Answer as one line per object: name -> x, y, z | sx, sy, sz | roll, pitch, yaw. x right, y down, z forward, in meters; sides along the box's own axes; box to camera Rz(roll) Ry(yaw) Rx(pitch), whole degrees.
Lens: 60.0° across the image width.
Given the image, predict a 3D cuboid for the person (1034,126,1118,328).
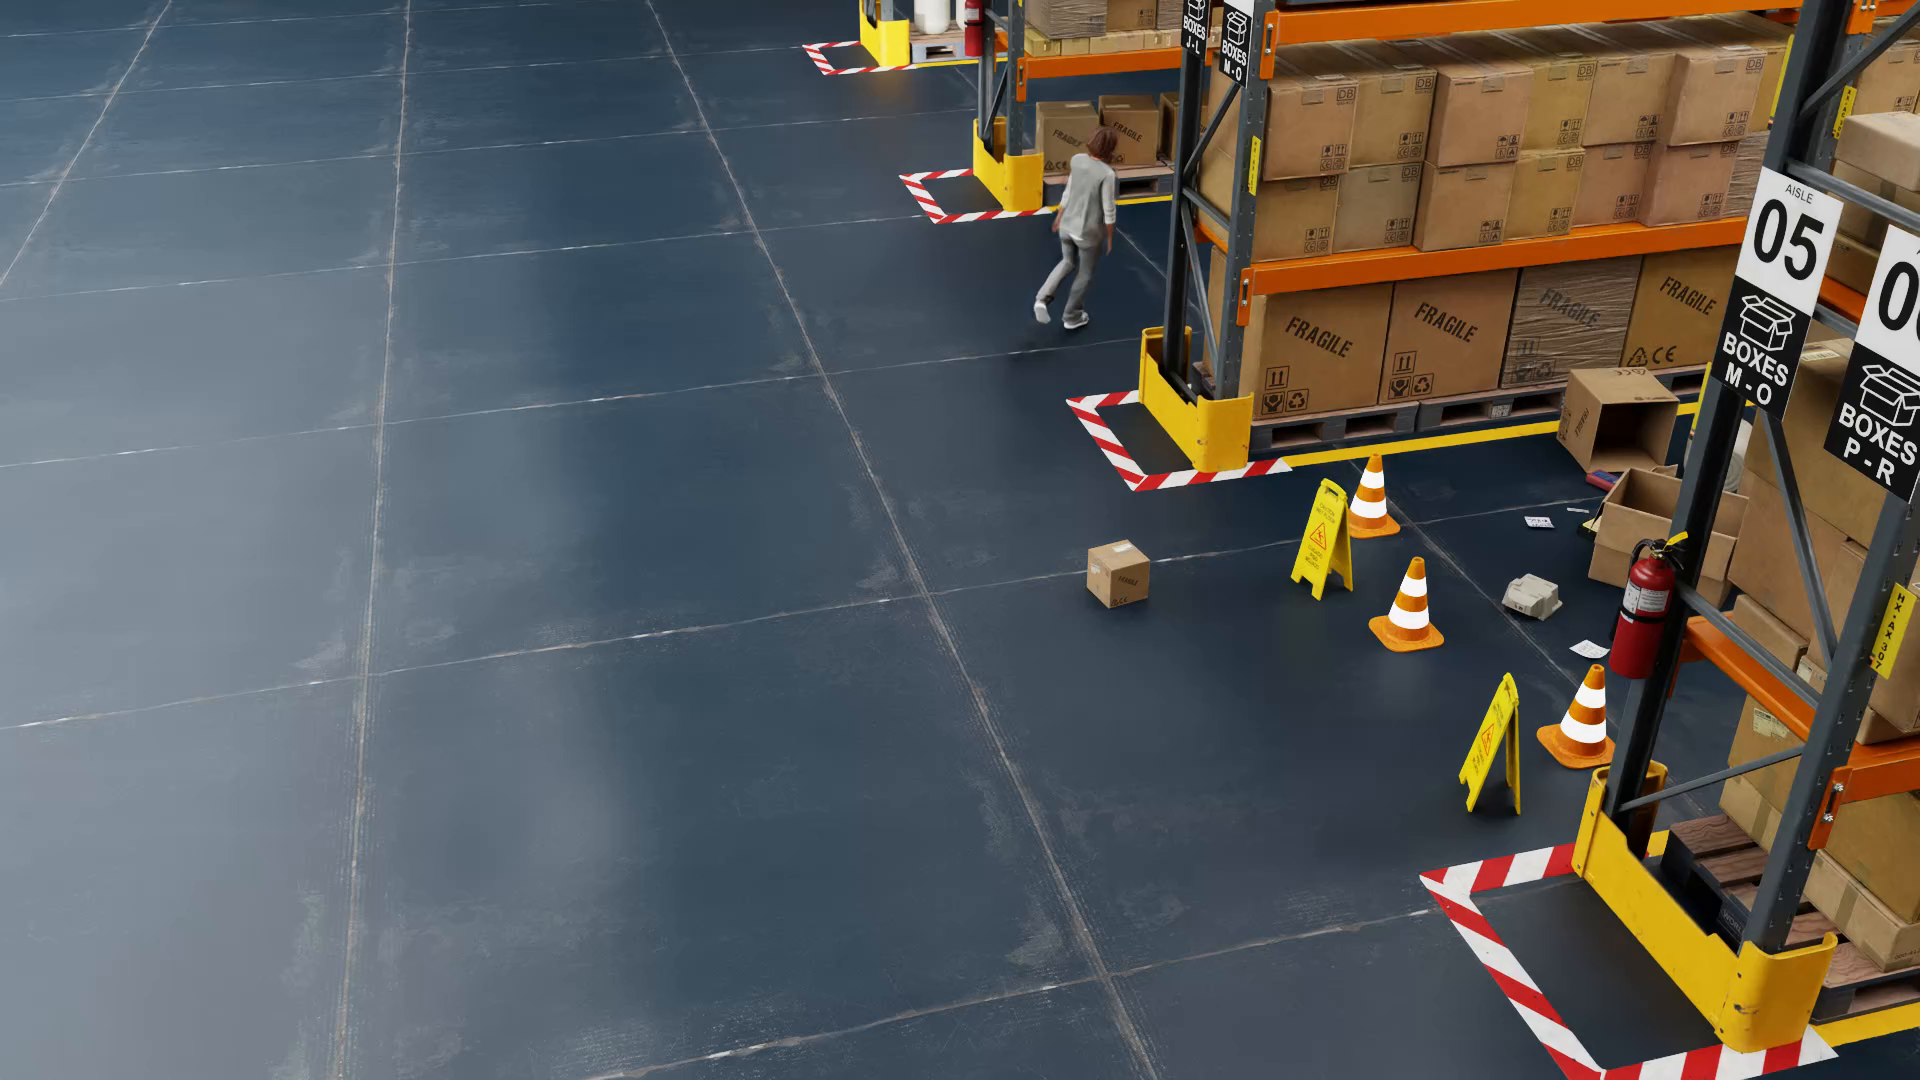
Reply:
person -> 0.837, -2.205, 11.936 | 0.558, 1.571, 0.574 | 25, 39, 36
